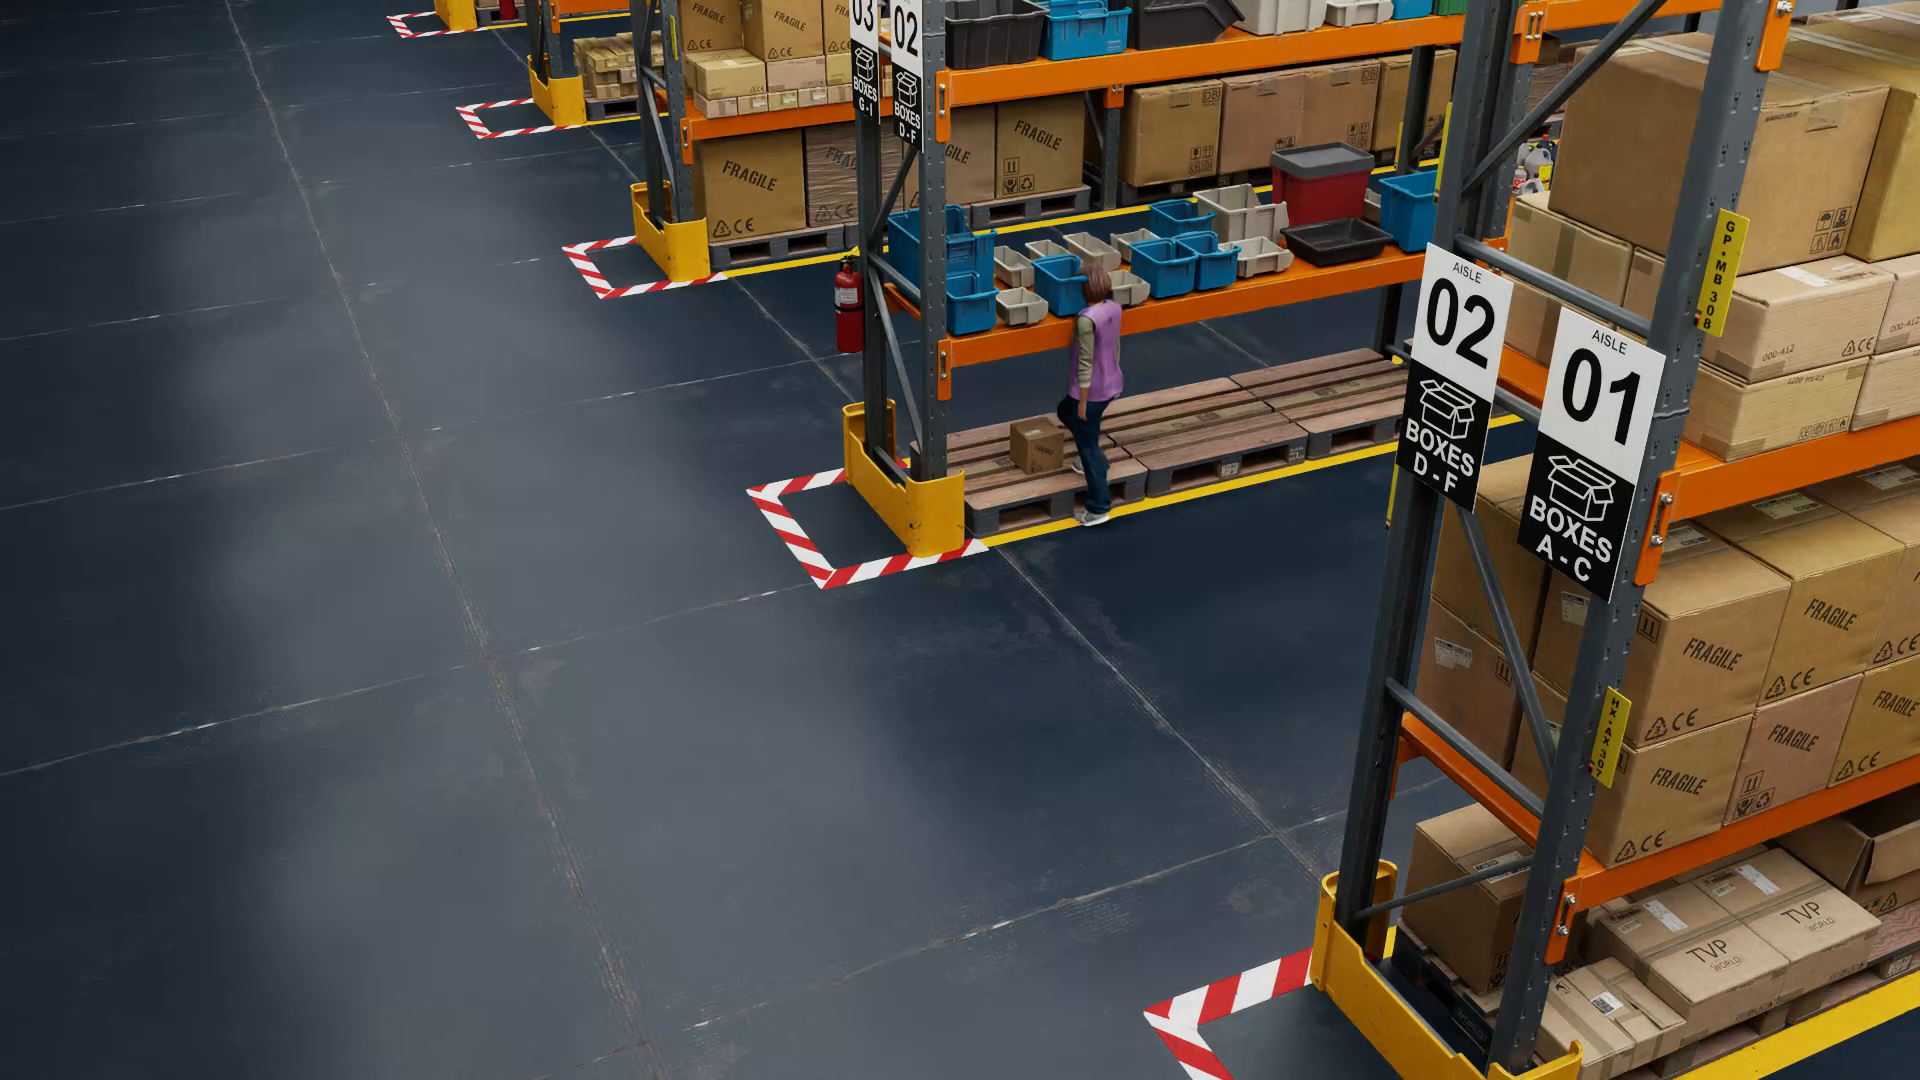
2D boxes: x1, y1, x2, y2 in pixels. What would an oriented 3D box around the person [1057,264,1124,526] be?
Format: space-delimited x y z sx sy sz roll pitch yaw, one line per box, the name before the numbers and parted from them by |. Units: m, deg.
person | 0.763 -0.868 9.989 0.526 1.632 0.415 21 36 32
